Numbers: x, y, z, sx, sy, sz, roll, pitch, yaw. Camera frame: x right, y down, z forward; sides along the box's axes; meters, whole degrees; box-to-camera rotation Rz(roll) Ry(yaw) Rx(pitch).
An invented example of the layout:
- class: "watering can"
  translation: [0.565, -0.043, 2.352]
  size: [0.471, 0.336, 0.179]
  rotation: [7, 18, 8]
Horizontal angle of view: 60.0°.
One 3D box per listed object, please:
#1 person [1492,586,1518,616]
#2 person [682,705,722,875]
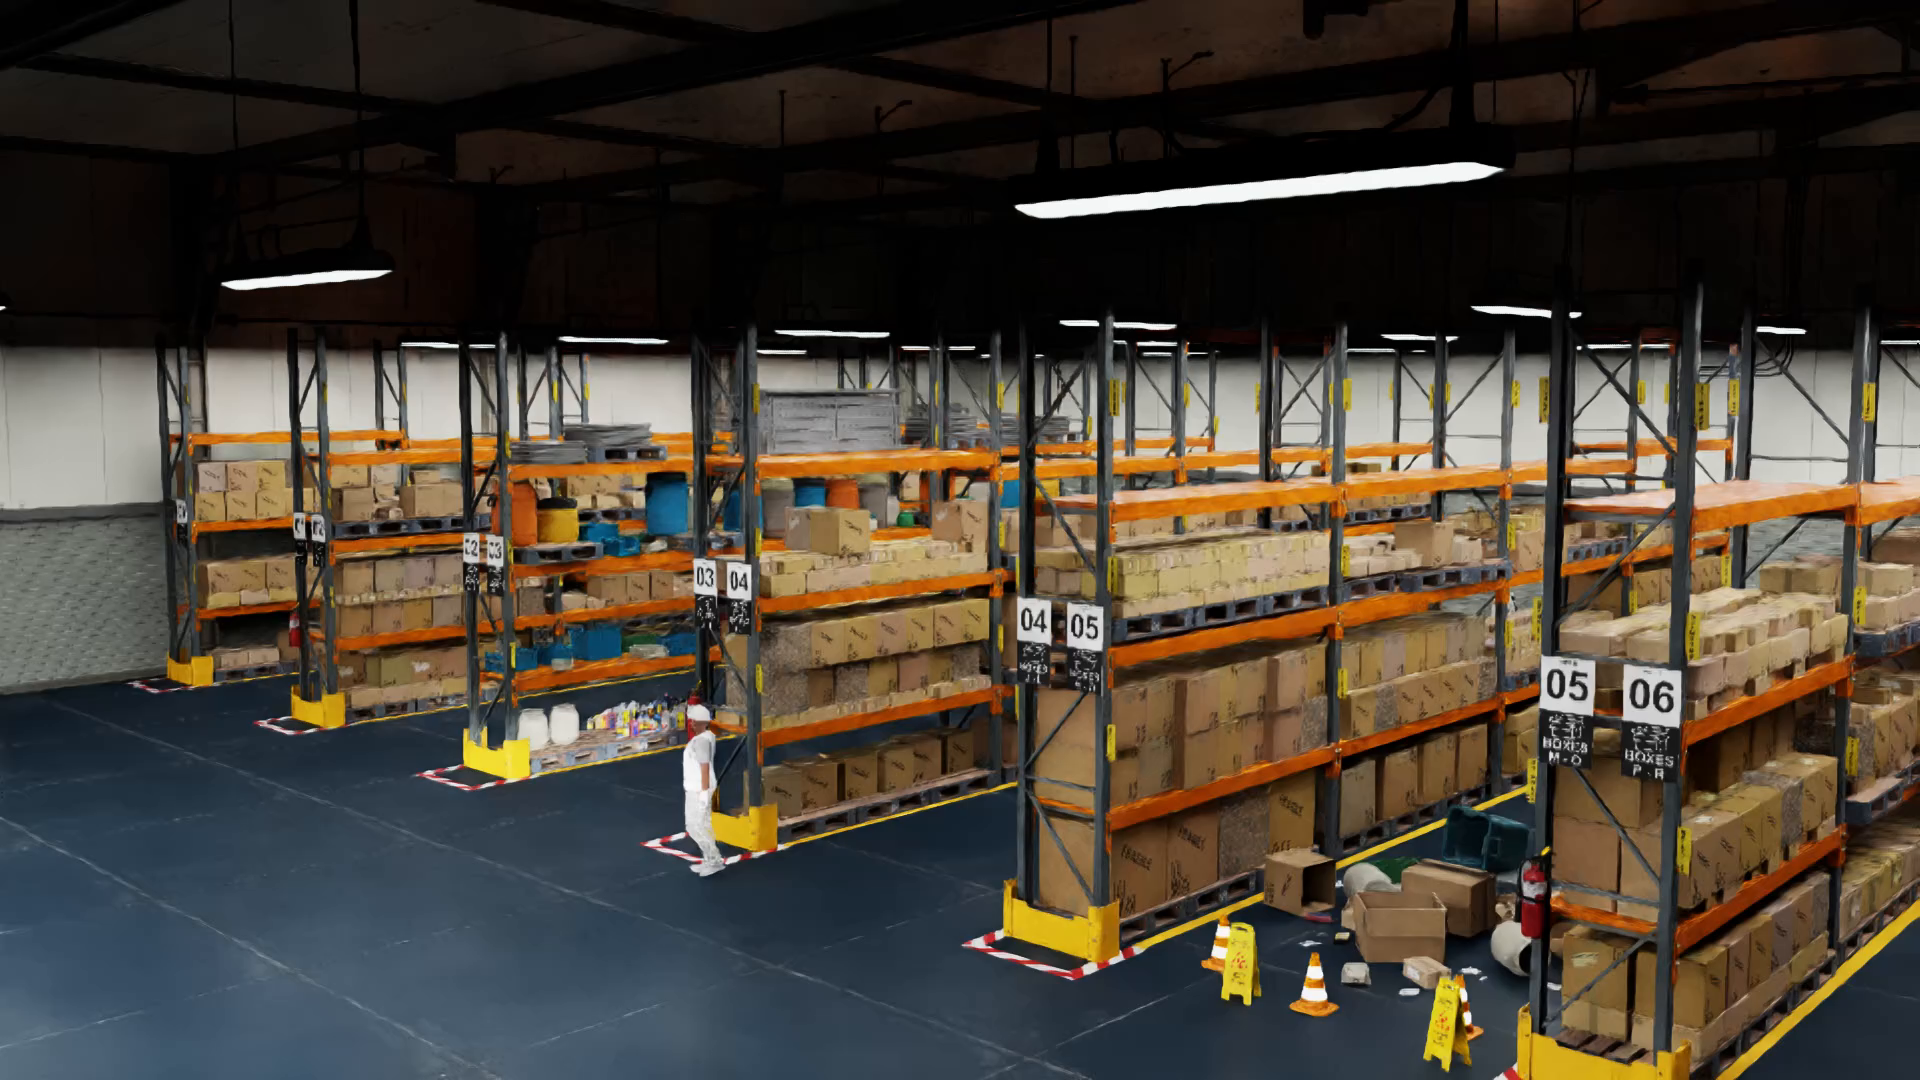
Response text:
- class: "person"
  translation: [9.892, 1.498, 30.059]
  size: [0.678, 1.673, 0.557]
  rotation: [-2, 6, -16]
- class: "person"
  translation: [-2.708, 2.631, 17.553]
  size: [0.437, 1.777, 0.629]
  rotation: [0, 5, 2]
